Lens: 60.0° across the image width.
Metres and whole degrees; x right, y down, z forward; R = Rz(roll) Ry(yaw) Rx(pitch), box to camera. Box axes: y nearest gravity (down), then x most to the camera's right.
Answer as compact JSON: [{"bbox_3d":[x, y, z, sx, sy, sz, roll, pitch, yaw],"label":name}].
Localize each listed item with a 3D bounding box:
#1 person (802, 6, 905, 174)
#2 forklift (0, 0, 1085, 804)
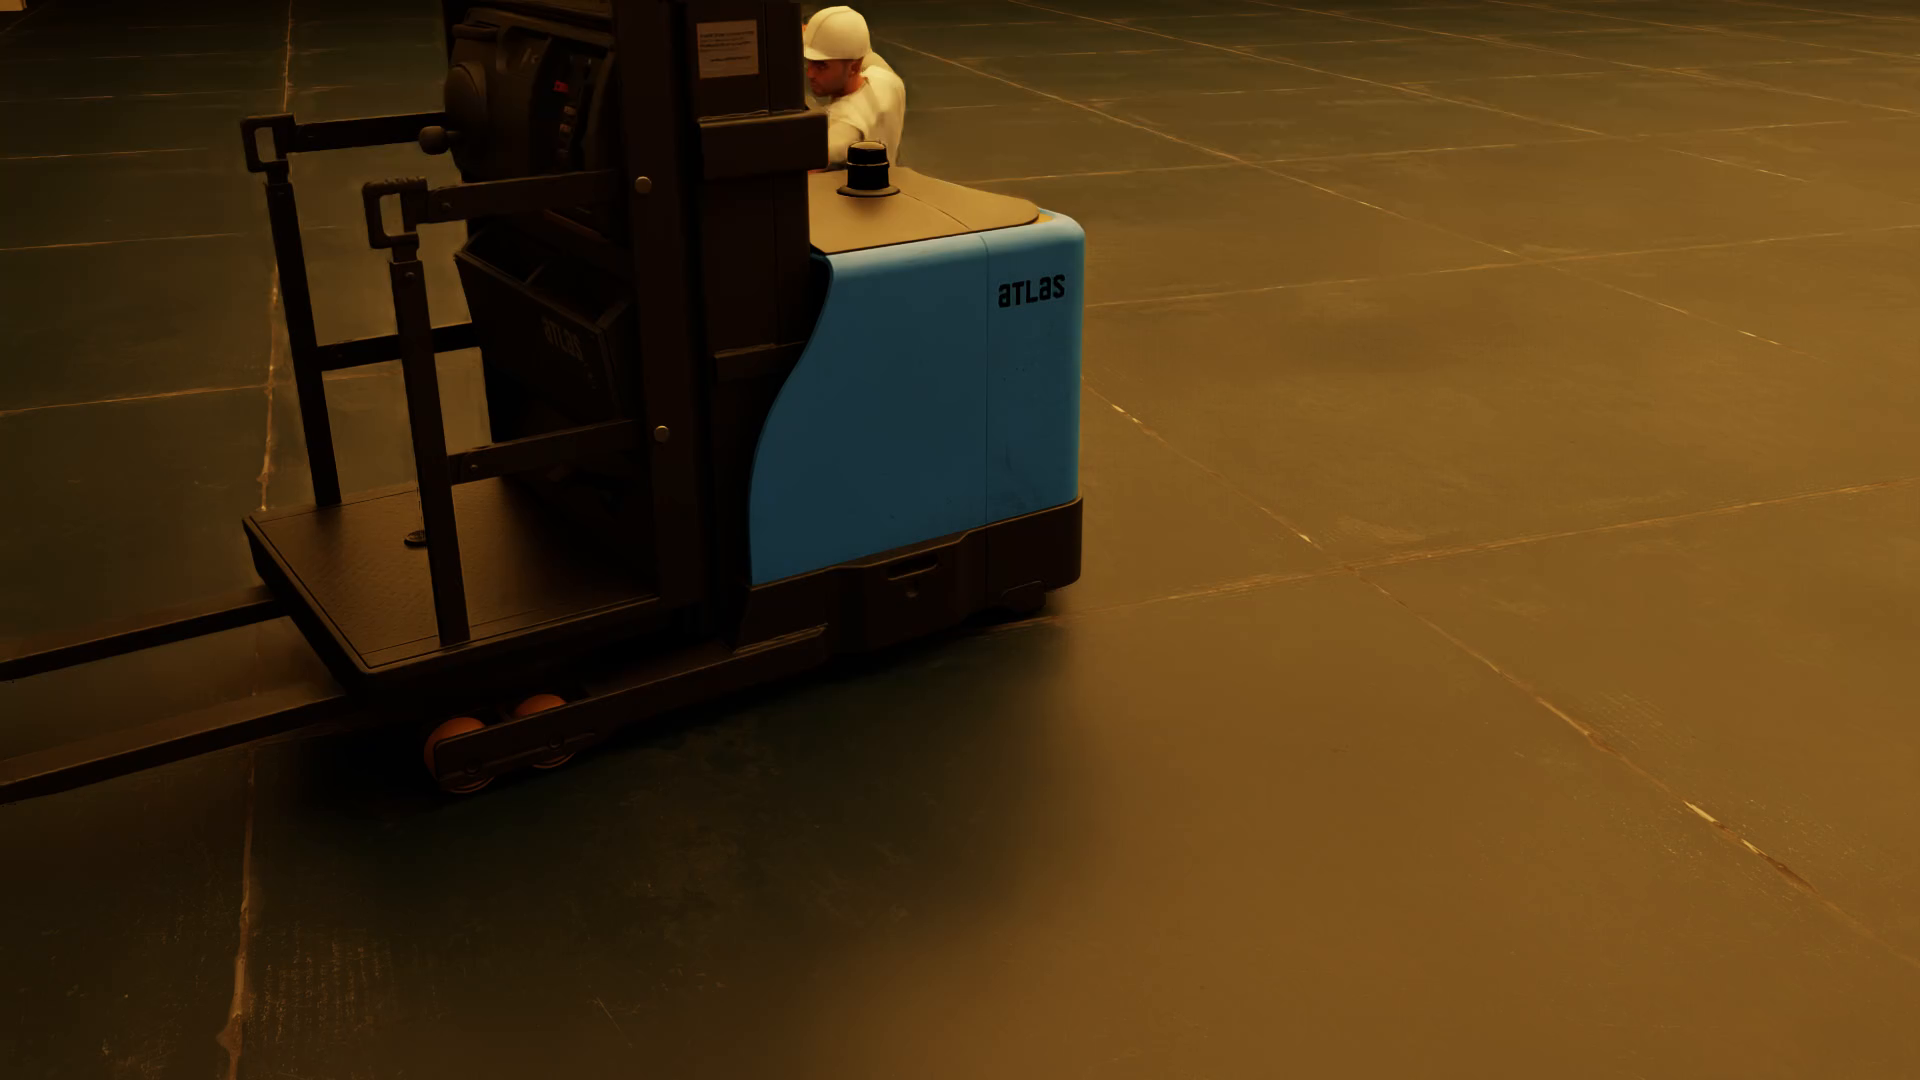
[{"bbox_3d":[-0.636,-1.058,5.673,0.995,1.468,0.977,-16,28,-34],"label":"person"},{"bbox_3d":[-1.164,-1.016,3.714,3.031,2.935,1.130,-15,27,-32],"label":"forklift"}]
